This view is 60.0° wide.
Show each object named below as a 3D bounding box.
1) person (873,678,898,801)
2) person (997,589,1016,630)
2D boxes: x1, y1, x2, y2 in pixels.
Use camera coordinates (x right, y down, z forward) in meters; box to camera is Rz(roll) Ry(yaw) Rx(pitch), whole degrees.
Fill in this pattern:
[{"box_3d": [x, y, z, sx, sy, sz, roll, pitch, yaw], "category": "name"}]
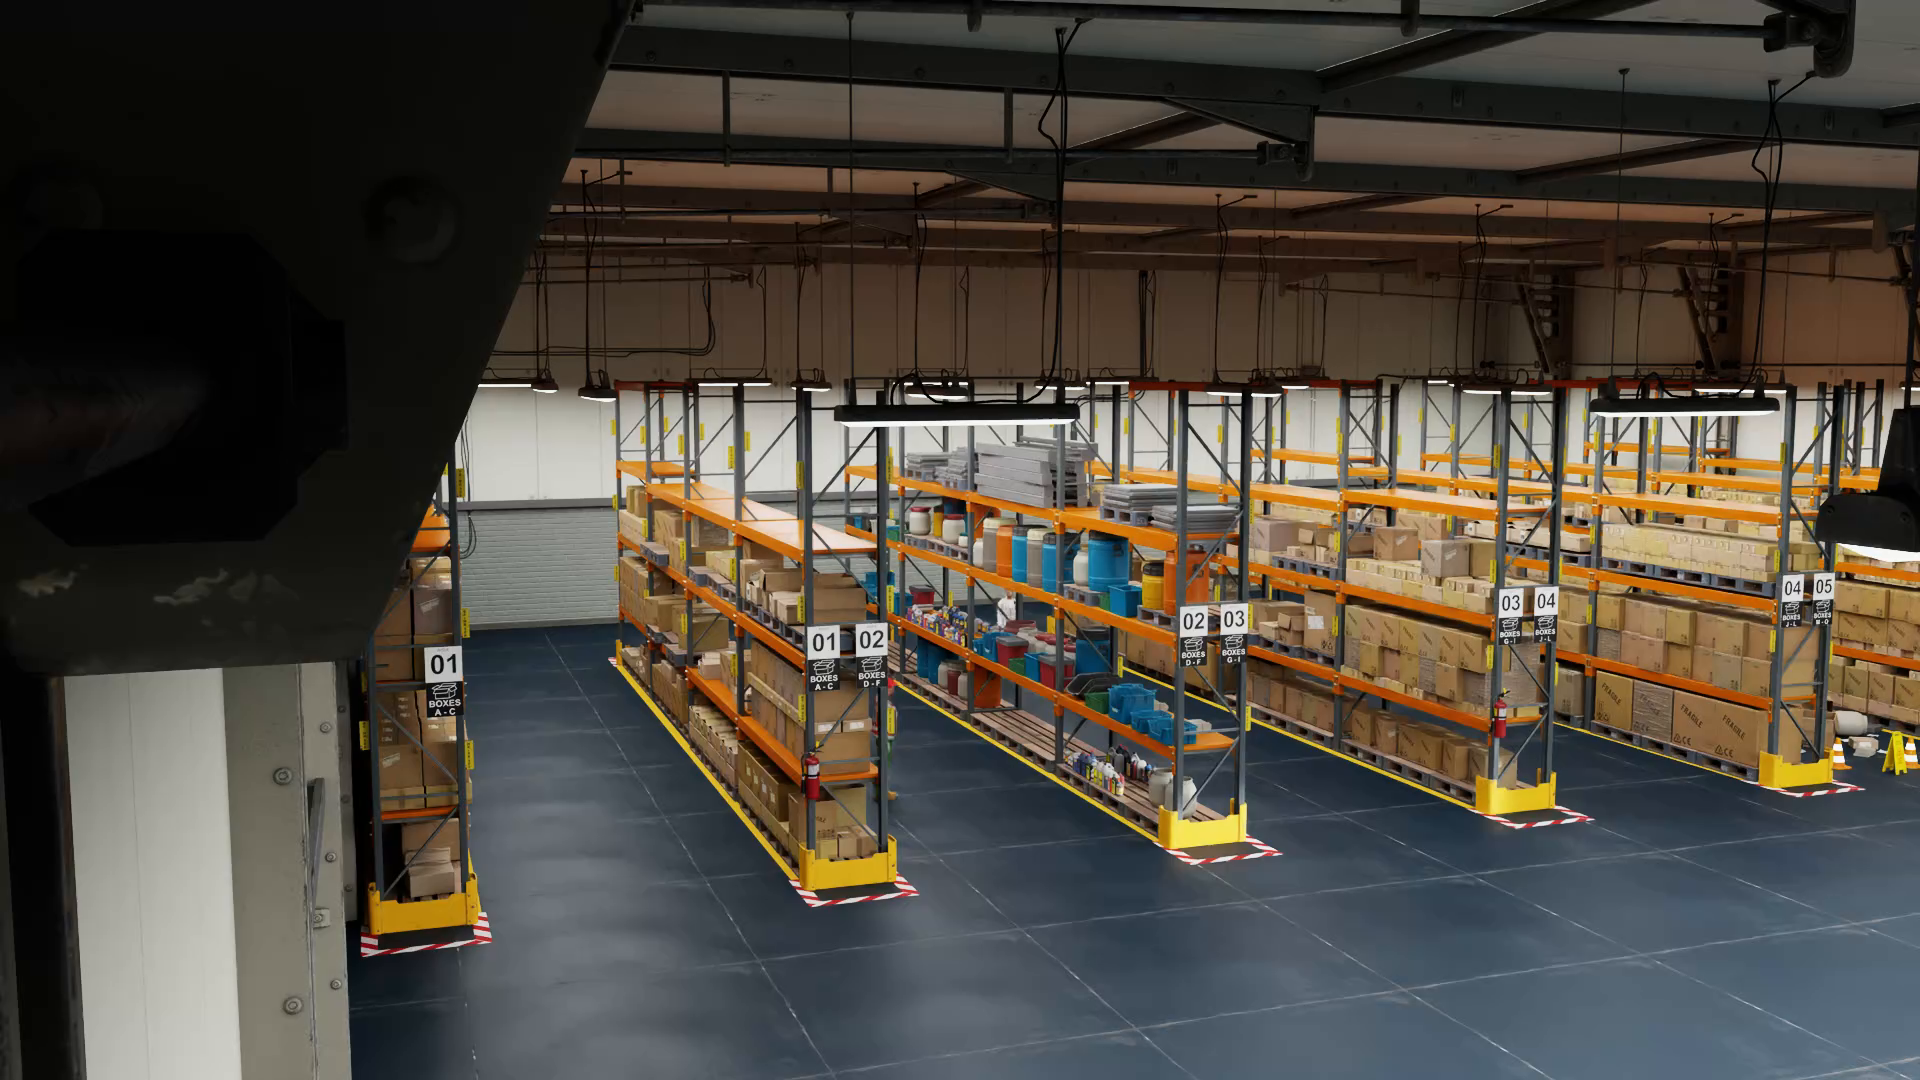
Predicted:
[{"box_3d": [-1.082, 2.883, 24.182, 0.359, 1.794, 0.647, -1, 6, -11], "category": "person"}, {"box_3d": [0.975, 1.698, 33.364, 0.563, 1.634, 0.946, -3, 7, -29], "category": "person"}]
